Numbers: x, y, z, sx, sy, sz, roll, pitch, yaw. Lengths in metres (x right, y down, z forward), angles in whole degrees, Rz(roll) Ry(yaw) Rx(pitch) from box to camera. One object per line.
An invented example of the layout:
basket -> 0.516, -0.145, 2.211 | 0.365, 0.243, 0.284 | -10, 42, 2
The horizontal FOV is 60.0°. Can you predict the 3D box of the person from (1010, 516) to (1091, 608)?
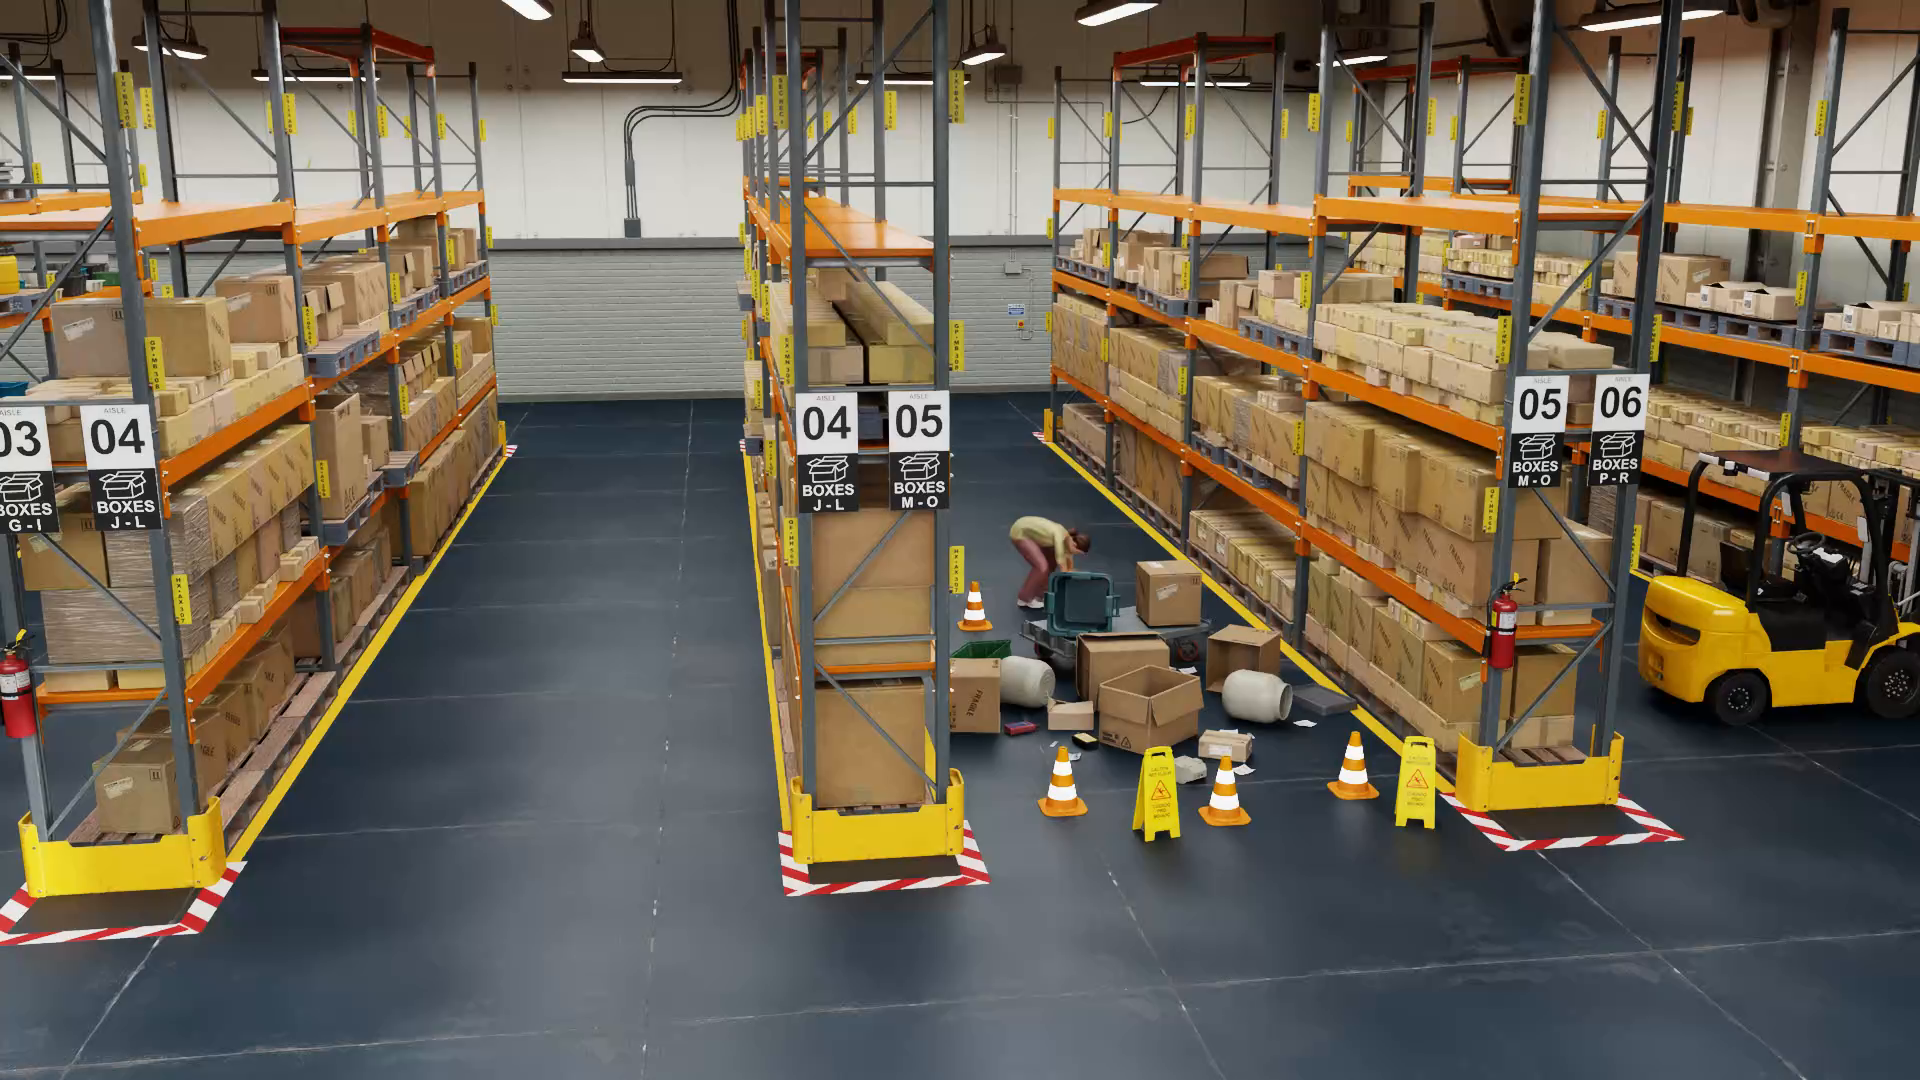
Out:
person -> 0.951, 0.235, 17.570 | 0.855, 0.950, 0.452 | 4, 14, 17
